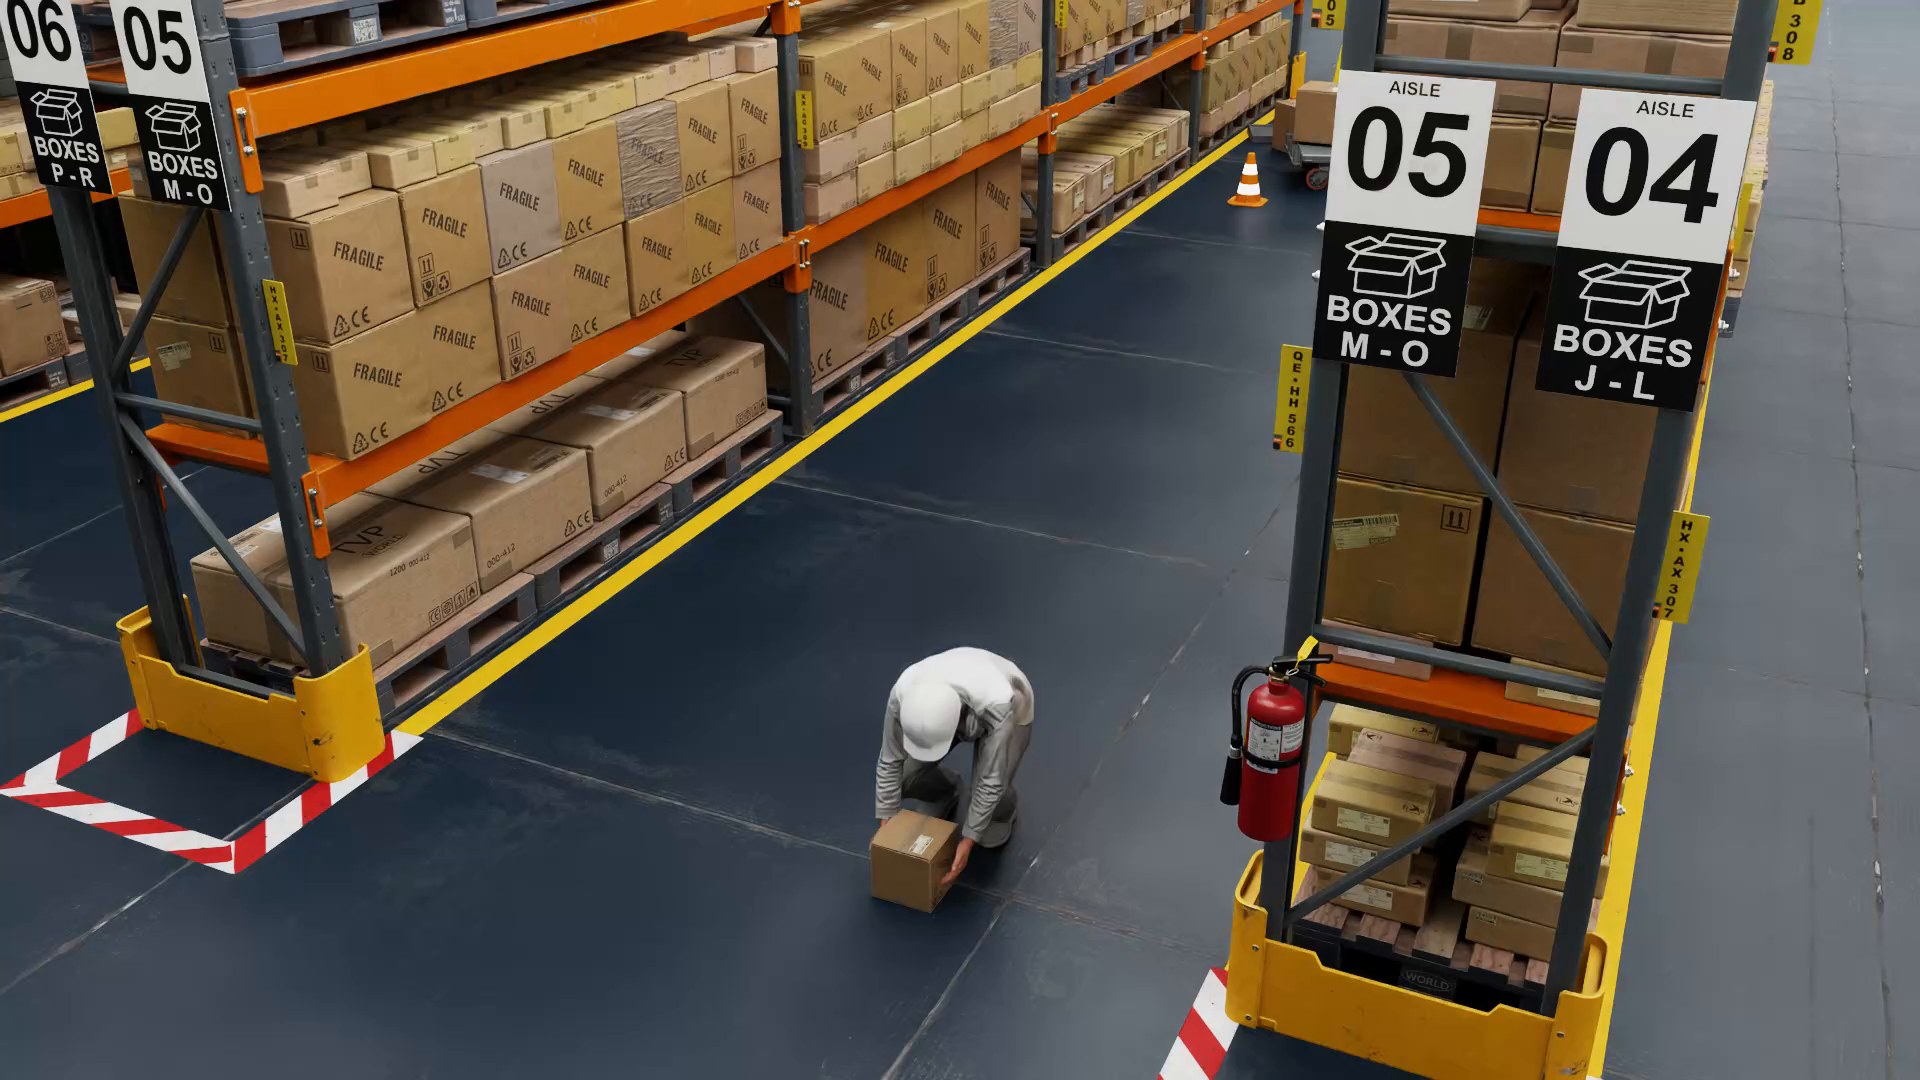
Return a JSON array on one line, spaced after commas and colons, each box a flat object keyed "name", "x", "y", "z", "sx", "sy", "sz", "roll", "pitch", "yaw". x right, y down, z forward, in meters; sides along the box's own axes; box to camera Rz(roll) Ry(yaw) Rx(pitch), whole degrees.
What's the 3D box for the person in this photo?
[{"name": "person", "x": -0.013, "y": 0.790, "z": 6.430, "sx": 0.534, "sy": 0.930, "sz": 0.913, "roll": 11, "pitch": 28, "yaw": 22}]
